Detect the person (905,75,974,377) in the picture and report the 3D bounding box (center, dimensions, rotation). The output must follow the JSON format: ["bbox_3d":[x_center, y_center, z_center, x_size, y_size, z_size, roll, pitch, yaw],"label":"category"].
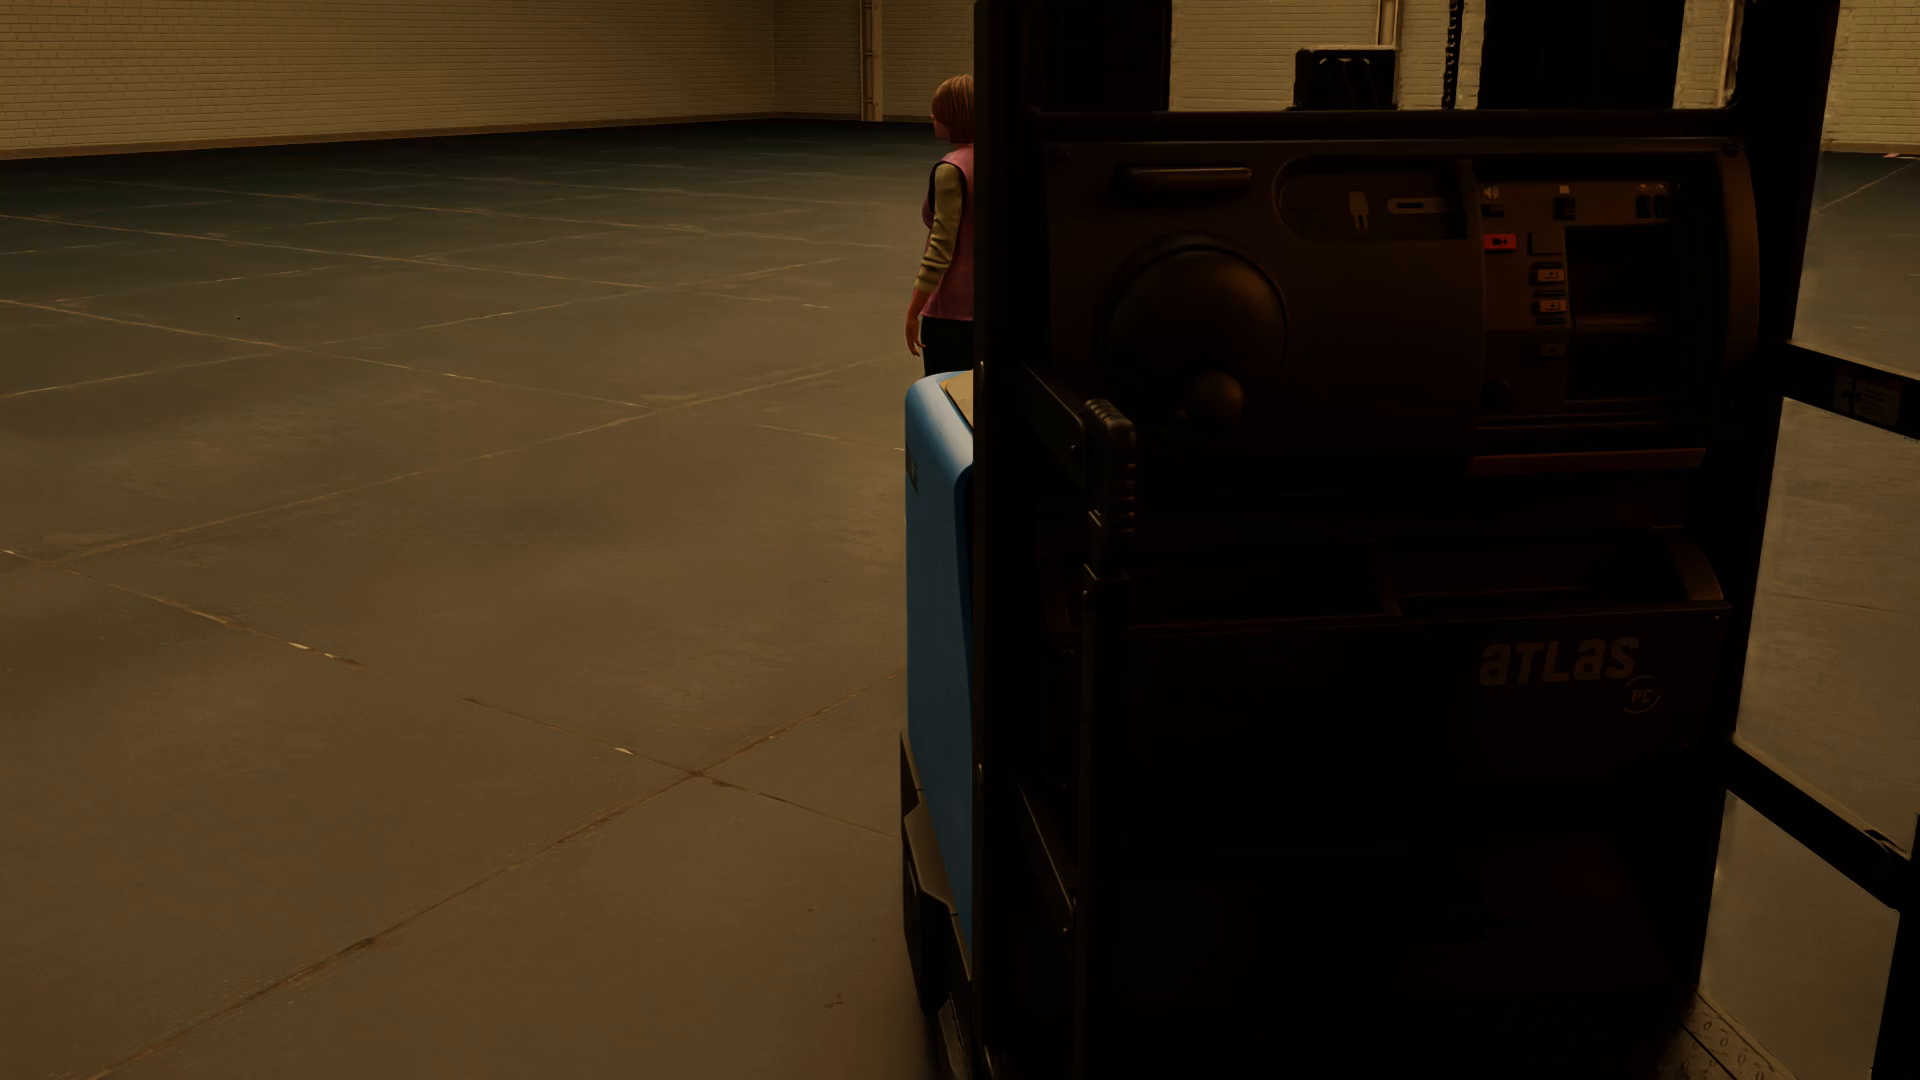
[{"bbox_3d":[-0.053,-0.788,5.769,0.475,1.598,0.519,11,20,33],"label":"person"}]

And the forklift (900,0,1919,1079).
[{"bbox_3d":[0.596,-0.318,1.897,1.130,2.935,3.031,-2,17,-8],"label":"forklift"}]
